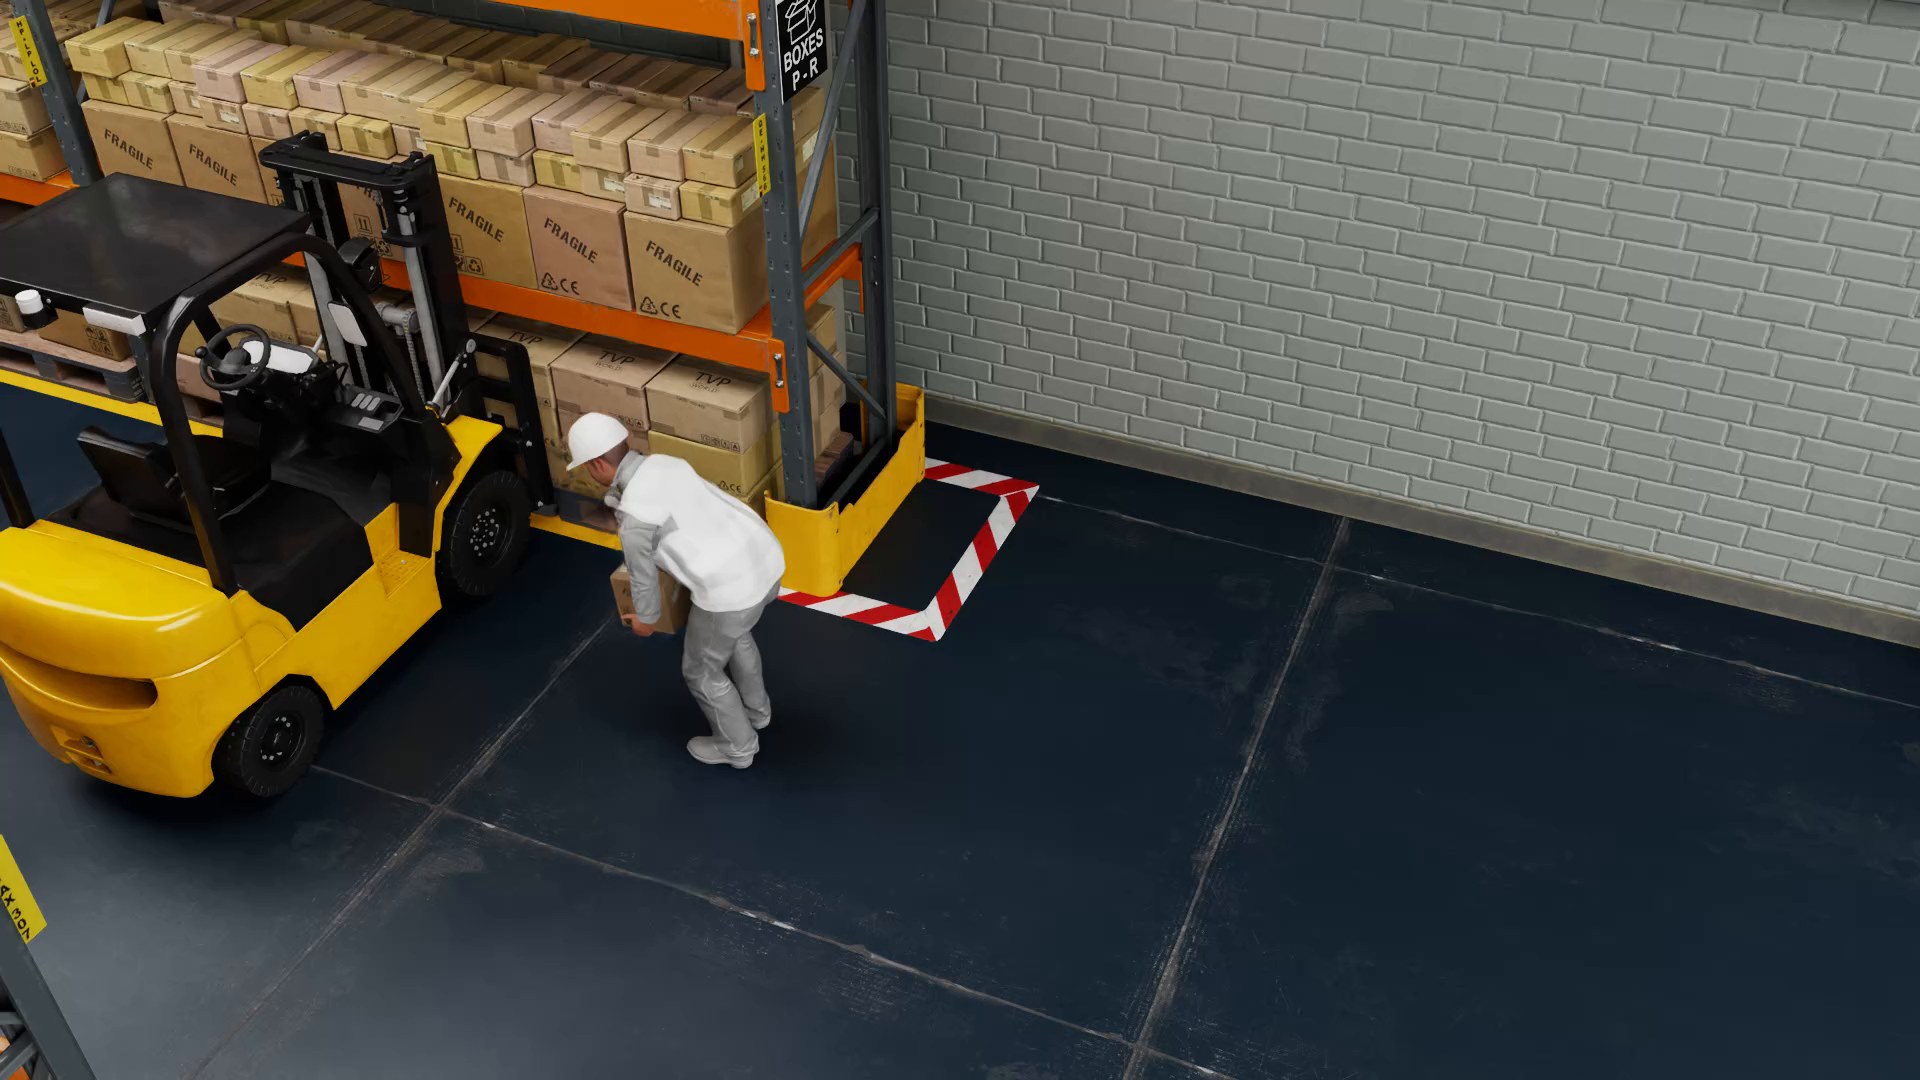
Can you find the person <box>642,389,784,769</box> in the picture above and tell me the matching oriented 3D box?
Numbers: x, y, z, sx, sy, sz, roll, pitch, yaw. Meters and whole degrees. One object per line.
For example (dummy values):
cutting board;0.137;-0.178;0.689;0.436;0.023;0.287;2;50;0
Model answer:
person;-0.937;0.161;6.587;0.465;1.770;0.590;12;39;15
